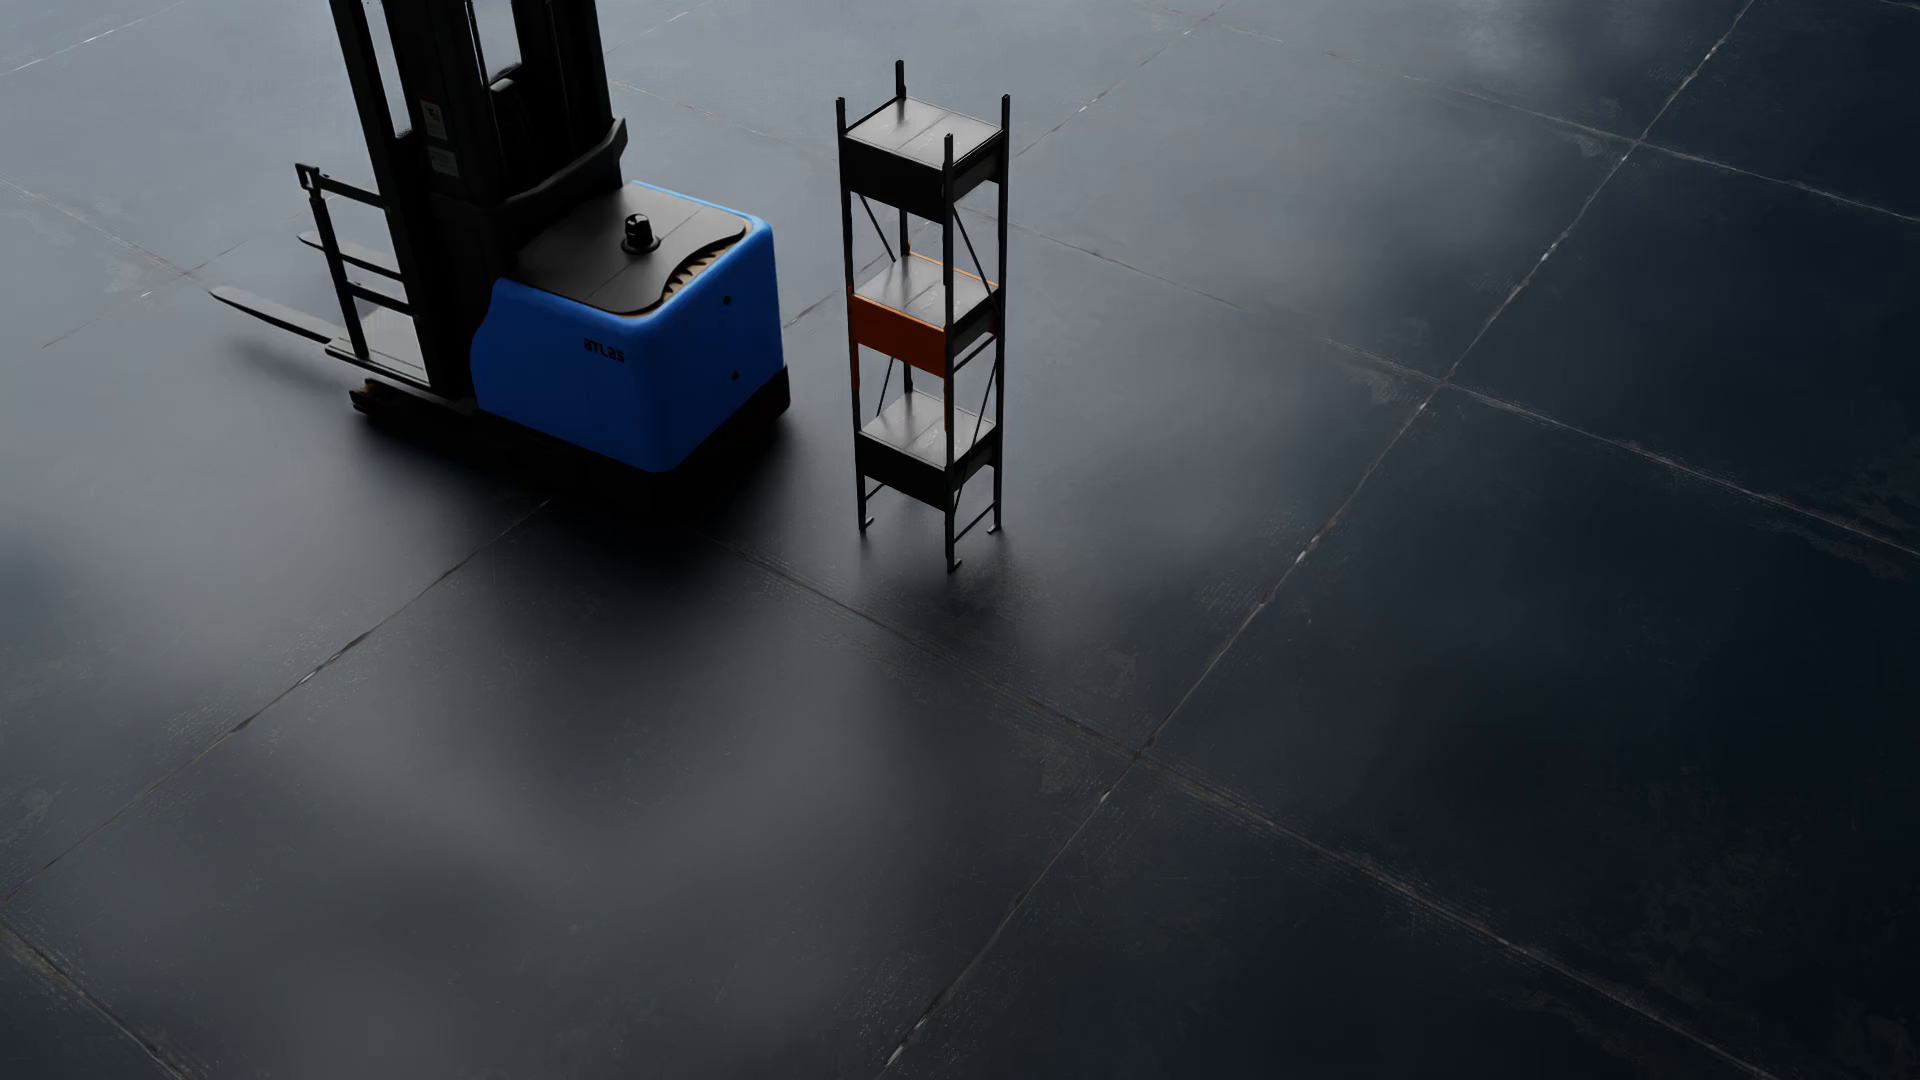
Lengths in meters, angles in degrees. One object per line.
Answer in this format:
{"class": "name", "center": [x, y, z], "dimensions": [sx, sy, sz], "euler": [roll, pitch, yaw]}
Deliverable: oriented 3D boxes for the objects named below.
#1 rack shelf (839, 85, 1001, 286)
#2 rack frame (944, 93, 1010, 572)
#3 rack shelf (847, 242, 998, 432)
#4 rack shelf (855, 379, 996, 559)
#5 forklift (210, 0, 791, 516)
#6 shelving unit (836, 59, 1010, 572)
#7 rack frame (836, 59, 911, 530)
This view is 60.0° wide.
{"class": "rack shelf", "center": [-0.135, -1.357, 6.351], "dimensions": [0.480, 0.518, 0.431], "euler": [25, 48, 25]}
{"class": "rack frame", "center": [0.064, -0.752, 6.704], "dimensions": [0.015, 2.100, 0.400], "euler": [25, 48, 25]}
{"class": "rack shelf", "center": [-0.136, -0.836, 6.818], "dimensions": [0.480, 0.518, 0.431], "euler": [25, 48, 25]}
{"class": "rack shelf", "center": [-0.136, -0.314, 7.284], "dimensions": [0.480, 0.518, 0.431], "euler": [25, 48, 25]}
{"class": "forklift", "center": [-2.365, -1.910, 7.375], "dimensions": [3.031, 2.935, 1.130], "euler": [20, 46, 21]}
{"class": "shelving unit", "center": [-0.136, -0.846, 6.809], "dimensions": [0.503, 2.100, 0.431], "euler": [25, 48, 25]}
{"class": "rack frame", "center": [-0.335, -0.939, 6.913], "dimensions": [0.015, 2.100, 0.400], "euler": [25, 48, 25]}
